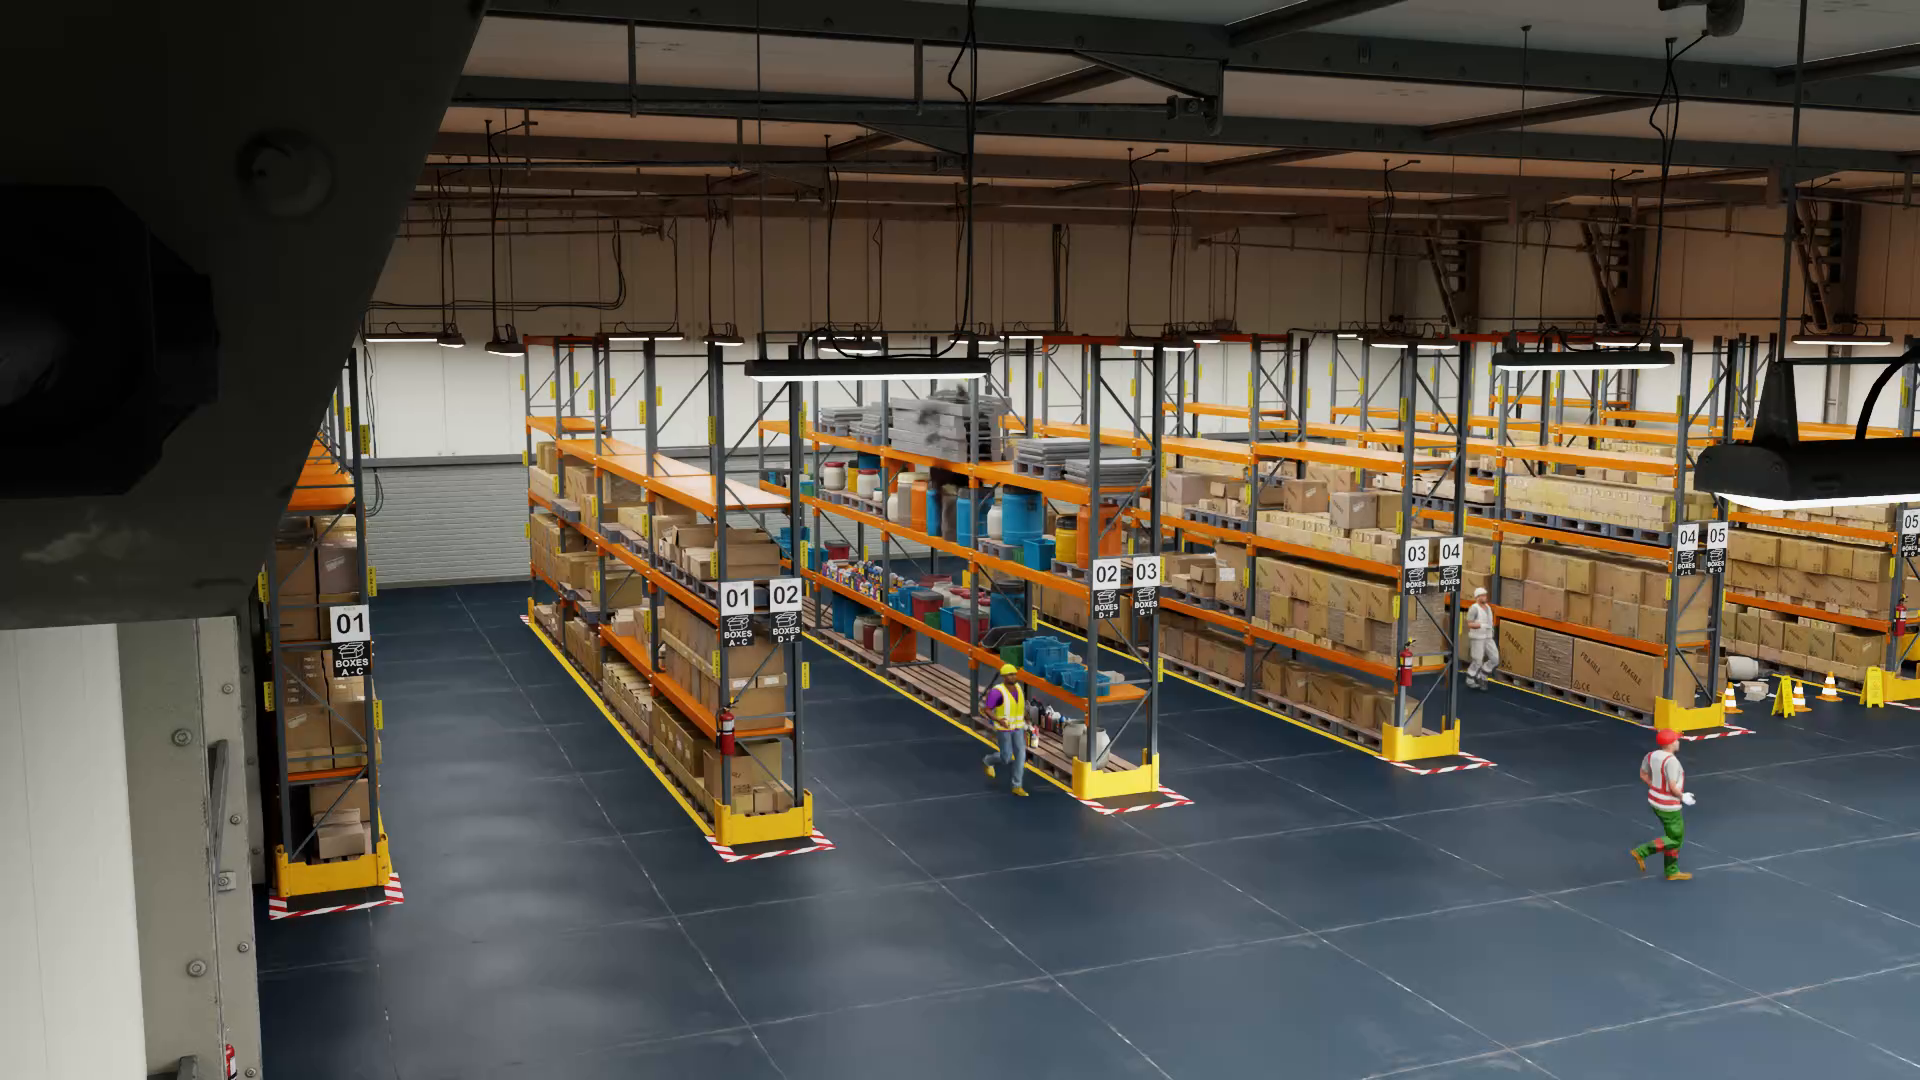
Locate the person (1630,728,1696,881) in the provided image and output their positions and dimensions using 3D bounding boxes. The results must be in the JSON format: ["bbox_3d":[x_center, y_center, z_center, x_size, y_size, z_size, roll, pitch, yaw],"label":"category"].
[{"bbox_3d":[7.908,2.983,18.723,0.754,1.755,0.649,-1,8,-6],"label":"person"}]

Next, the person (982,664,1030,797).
[{"bbox_3d":[0.640,2.519,22.302,0.697,1.751,0.868,-5,9,-36],"label":"person"}]

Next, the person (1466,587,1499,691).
[{"bbox_3d":[8.905,1.700,28.264,0.634,1.786,0.645,-4,9,-27],"label":"person"}]

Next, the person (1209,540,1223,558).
[{"bbox_3d":[5.486,0.818,35.360,0.613,1.687,0.680,-2,8,-13],"label":"person"}]
